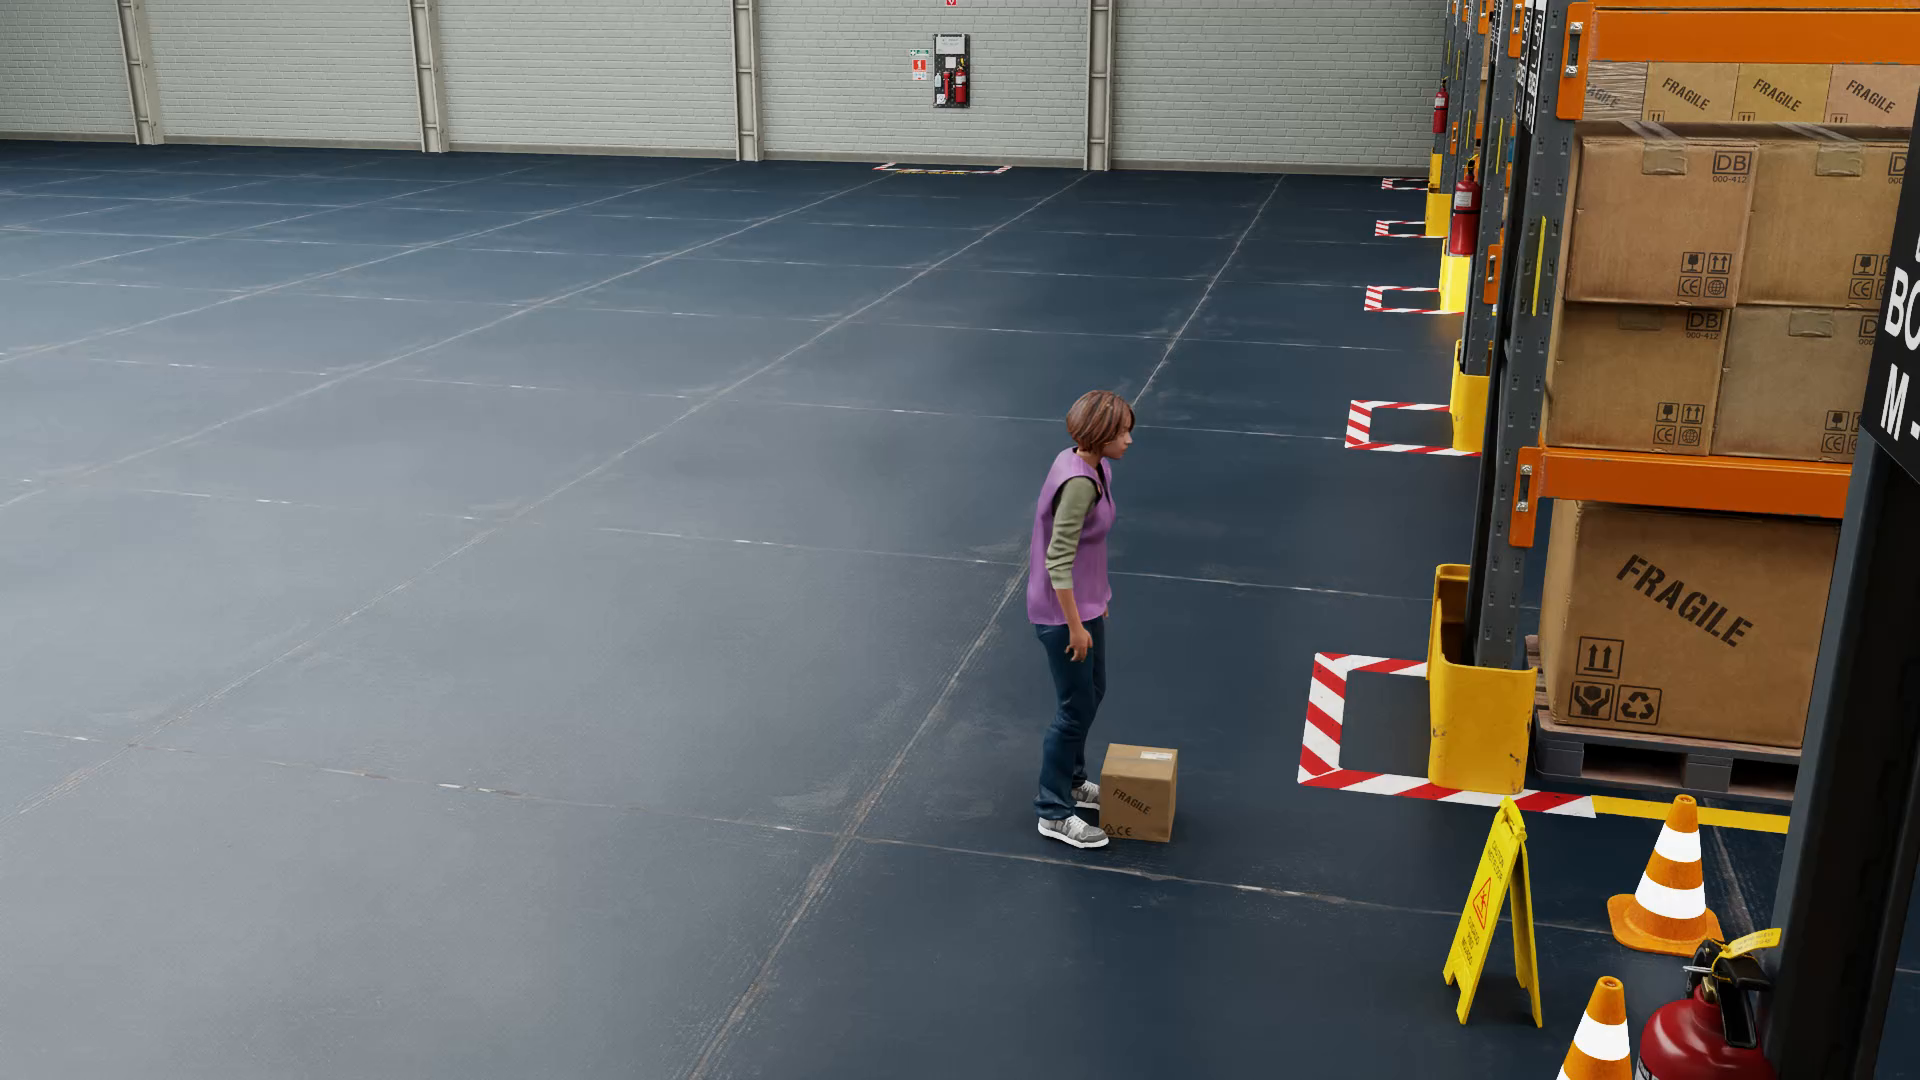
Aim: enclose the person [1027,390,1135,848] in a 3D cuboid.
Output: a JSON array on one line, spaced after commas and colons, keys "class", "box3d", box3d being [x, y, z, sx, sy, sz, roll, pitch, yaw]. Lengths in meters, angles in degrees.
[{"class": "person", "box3d": [0.411, 0.257, 5.812, 0.344, 1.593, 0.462, 5, 19, 14]}]
